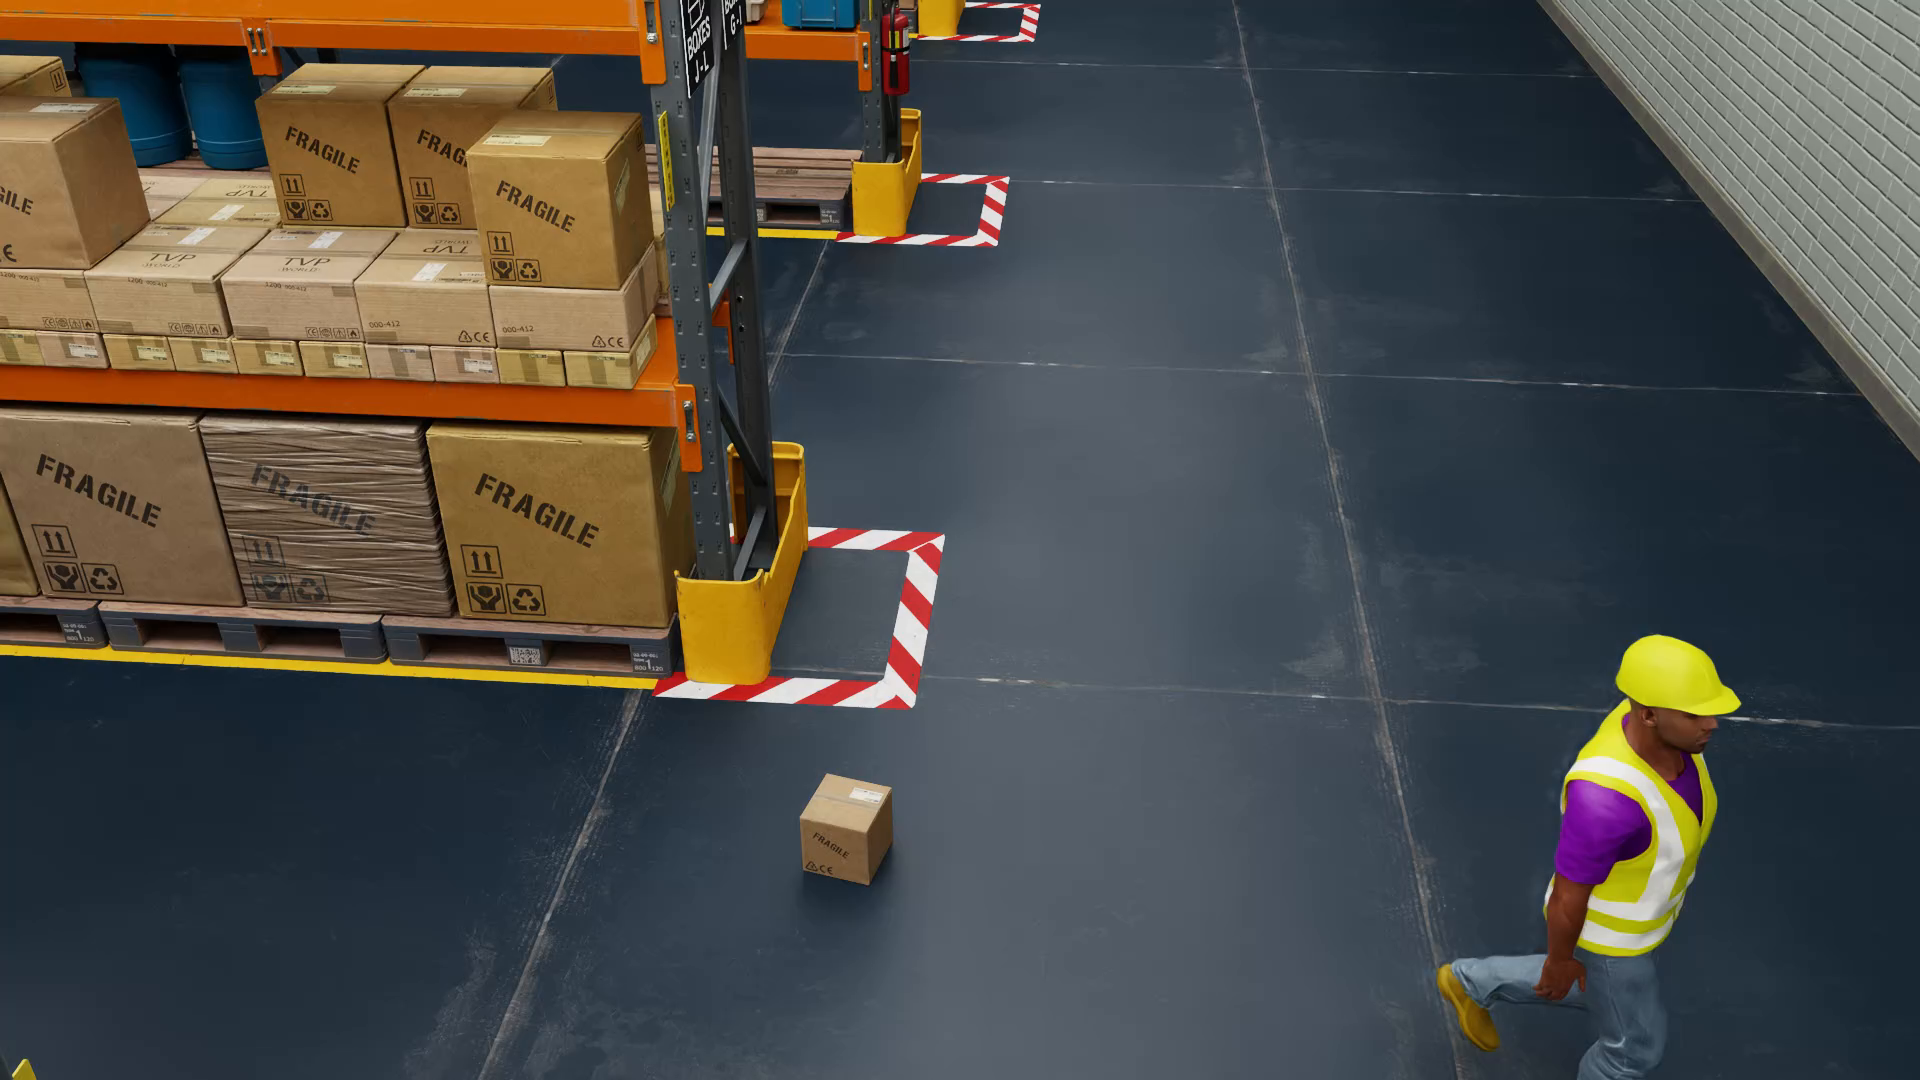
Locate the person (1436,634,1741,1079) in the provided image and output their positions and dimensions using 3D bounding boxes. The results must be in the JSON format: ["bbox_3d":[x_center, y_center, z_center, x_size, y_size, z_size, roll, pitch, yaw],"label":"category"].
[{"bbox_3d":[1.735,0.983,4.508,0.820,1.750,0.582,21,38,30],"label":"person"}]
